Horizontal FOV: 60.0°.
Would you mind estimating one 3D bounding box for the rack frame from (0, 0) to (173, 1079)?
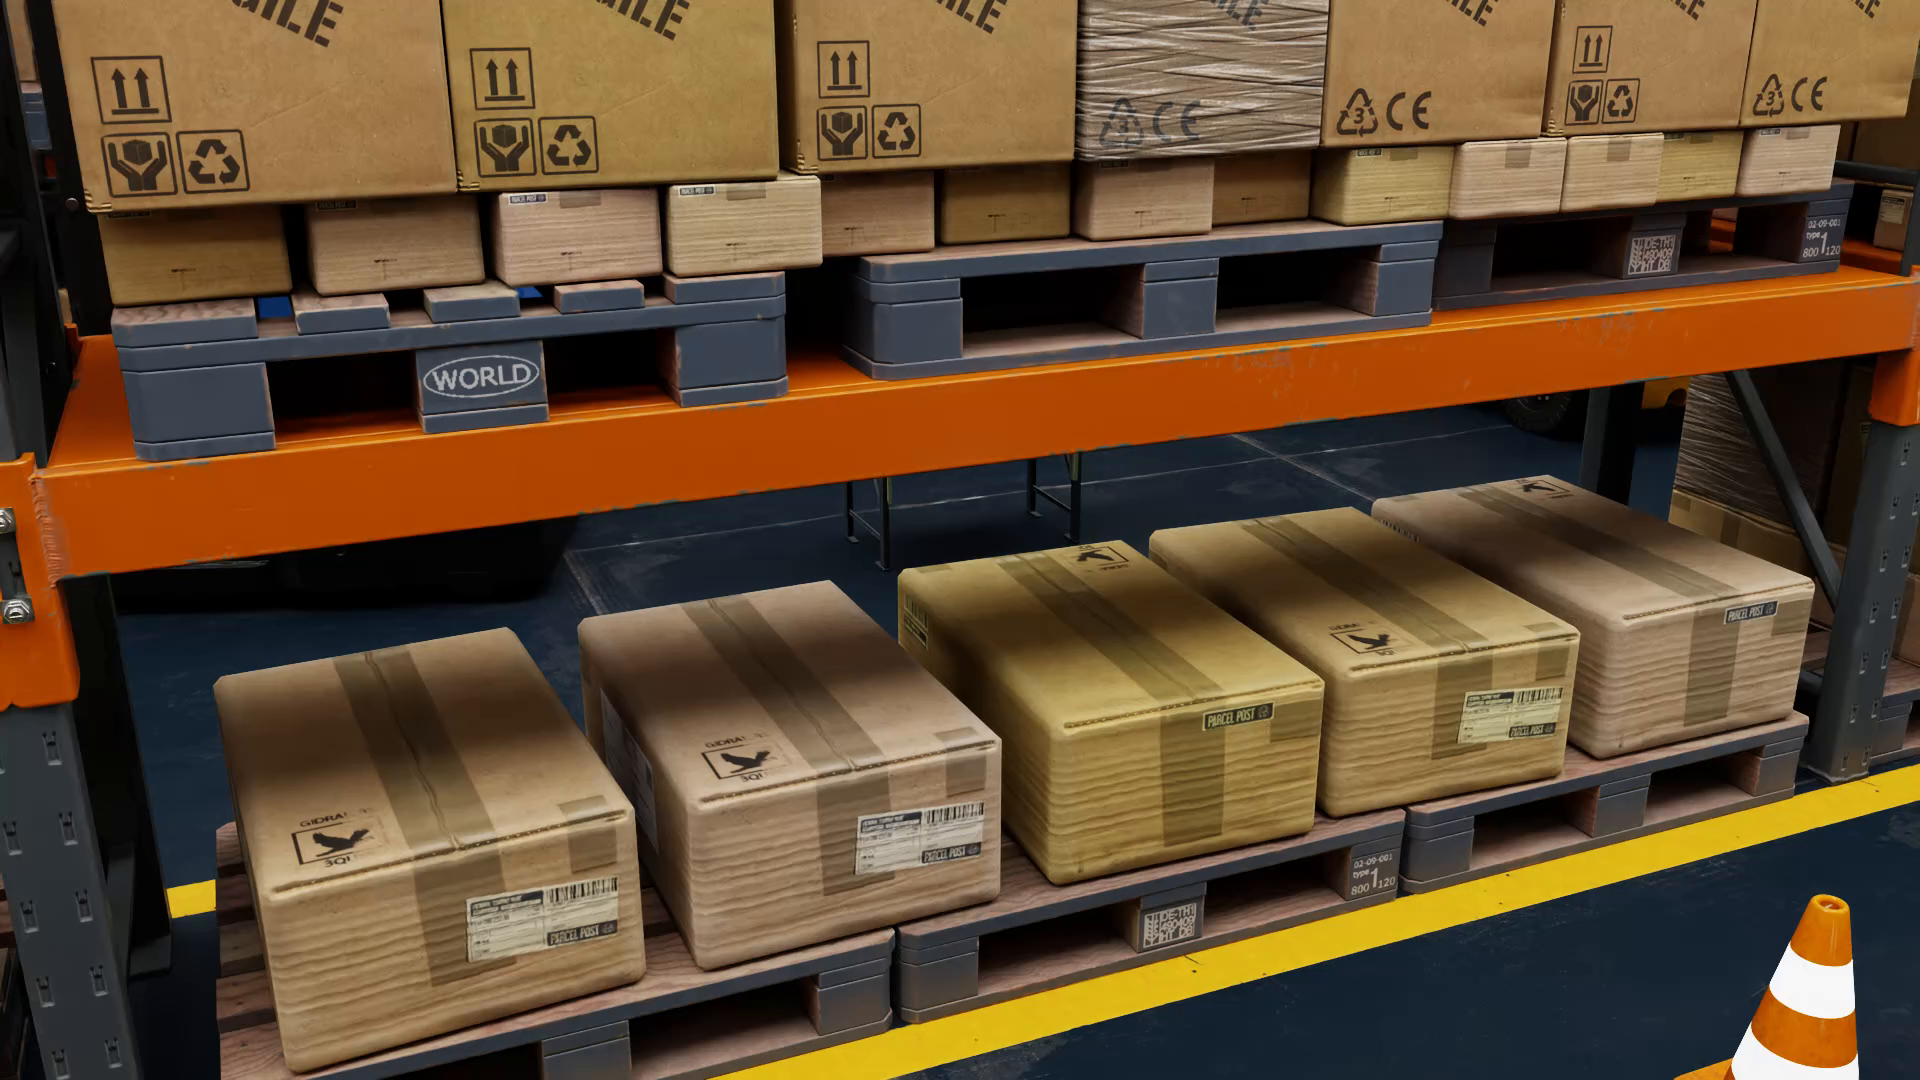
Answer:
[{"bbox_3d":[-1.590,-0.420,2.699,0.127,3.000,1.000,-8,21,-22],"label":"rack frame"}]

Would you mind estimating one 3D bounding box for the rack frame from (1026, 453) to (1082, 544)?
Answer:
[{"bbox_3d":[0.342,-0.756,5.912,0.023,1.500,0.400,-8,21,-22],"label":"rack frame"}]

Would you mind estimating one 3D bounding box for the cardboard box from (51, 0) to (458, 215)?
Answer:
[{"bbox_3d":[-1.085,-0.794,2.531,0.500,0.500,0.500,-9,21,-23],"label":"cardboard box"}]

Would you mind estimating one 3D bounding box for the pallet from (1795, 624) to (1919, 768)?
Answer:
[{"bbox_3d":[2.685,0.270,4.938,1.213,0.211,1.003,-8,21,-22],"label":"pallet"}]

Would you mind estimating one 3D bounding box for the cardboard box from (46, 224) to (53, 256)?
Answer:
[{"bbox_3d":[-4.162,-1.285,7.309,0.250,0.149,0.380,-7,21,-19],"label":"cardboard box"}]

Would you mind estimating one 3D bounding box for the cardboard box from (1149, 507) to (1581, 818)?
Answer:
[{"bbox_3d":[0.943,0.260,4.091,0.625,0.372,0.950,-7,21,-19],"label":"cardboard box"}]

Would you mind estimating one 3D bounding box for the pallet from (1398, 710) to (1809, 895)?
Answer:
[{"bbox_3d":[1.368,0.472,4.365,1.213,0.211,1.003,-8,21,-22],"label":"pallet"}]

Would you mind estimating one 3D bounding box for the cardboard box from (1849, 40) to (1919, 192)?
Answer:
[{"bbox_3d":[2.597,-1.107,4.051,0.500,0.500,0.500,-8,21,-22],"label":"cardboard box"}]

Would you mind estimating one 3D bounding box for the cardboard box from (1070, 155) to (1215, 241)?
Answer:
[{"bbox_3d":[0.285,-0.684,3.193,0.250,0.149,0.380,-7,21,-20],"label":"cardboard box"}]

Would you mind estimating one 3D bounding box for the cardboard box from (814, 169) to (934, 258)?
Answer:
[{"bbox_3d":[-0.225,-0.620,3.013,0.250,0.149,0.380,-7,21,-19],"label":"cardboard box"}]

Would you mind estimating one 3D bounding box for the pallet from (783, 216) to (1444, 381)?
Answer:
[{"bbox_3d":[0.211,-0.603,3.506,1.213,0.211,1.003,-8,21,-22],"label":"pallet"}]

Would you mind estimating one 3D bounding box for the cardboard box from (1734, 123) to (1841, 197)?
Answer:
[{"bbox_3d":[1.719,-0.874,3.734,0.250,0.149,0.380,-8,21,-21],"label":"cardboard box"}]

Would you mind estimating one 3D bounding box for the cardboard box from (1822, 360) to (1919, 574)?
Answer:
[{"bbox_3d":[2.731,-0.197,4.443,0.500,0.500,0.500,-7,21,-19],"label":"cardboard box"}]

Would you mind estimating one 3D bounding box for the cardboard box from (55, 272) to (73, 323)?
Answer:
[{"bbox_3d":[-3.863,-0.831,6.998,0.500,0.500,0.500,-8,21,-20],"label":"cardboard box"}]

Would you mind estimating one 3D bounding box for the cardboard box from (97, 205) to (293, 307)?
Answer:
[{"bbox_3d":[-1.218,-0.486,2.631,0.250,0.149,0.380,-9,22,-25],"label":"cardboard box"}]

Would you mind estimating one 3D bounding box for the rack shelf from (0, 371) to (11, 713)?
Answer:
[{"bbox_3d":[-3.427,0.182,2.071,4.000,0.370,1.077,-8,21,-22],"label":"rack shelf"}]

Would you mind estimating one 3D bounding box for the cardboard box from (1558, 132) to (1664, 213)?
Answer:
[{"bbox_3d":[1.248,-0.800,3.524,0.250,0.149,0.380,-9,21,-23],"label":"cardboard box"}]

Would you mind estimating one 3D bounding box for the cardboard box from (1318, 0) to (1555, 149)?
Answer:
[{"bbox_3d":[0.818,-1.070,3.313,0.500,0.500,0.500,-7,21,-20],"label":"cardboard box"}]

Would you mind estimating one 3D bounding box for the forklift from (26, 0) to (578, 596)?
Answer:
[{"bbox_3d":[-2.891,-1.319,5.356,3.031,2.935,1.130,-1,19,-4],"label":"forklift"}]

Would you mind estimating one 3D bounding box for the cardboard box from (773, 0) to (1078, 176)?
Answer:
[{"bbox_3d":[-0.125,-0.937,2.936,0.500,0.500,0.500,-8,21,-21],"label":"cardboard box"}]

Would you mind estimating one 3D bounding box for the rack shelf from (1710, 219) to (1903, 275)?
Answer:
[{"bbox_3d":[3.919,-0.870,5.060,4.000,0.370,1.077,-8,21,-22],"label":"rack shelf"}]

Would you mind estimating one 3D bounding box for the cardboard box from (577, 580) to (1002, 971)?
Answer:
[{"bbox_3d":[-0.393,0.450,3.551,0.625,0.372,0.950,-9,21,-23],"label":"cardboard box"}]

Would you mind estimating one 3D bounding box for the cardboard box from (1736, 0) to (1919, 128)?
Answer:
[{"bbox_3d":[1.749,-1.201,3.686,0.500,0.500,0.500,-9,21,-23],"label":"cardboard box"}]

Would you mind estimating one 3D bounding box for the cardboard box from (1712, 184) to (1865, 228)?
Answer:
[{"bbox_3d":[2.257,-0.963,4.619,0.250,0.149,0.380,-8,21,-22],"label":"cardboard box"}]

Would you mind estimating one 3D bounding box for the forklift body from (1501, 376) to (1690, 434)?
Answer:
[{"bbox_3d":[2.767,-1.780,7.838,1.214,2.155,2.313,-8,21,-22],"label":"forklift body"}]

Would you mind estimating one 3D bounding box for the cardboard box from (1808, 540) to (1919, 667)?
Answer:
[{"bbox_3d":[2.731,0.157,4.567,0.500,0.250,0.500,-9,21,-24],"label":"cardboard box"}]

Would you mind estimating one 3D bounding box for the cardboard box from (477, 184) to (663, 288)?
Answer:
[{"bbox_3d":[-0.676,-0.535,2.770,0.250,0.149,0.380,-10,22,-25],"label":"cardboard box"}]

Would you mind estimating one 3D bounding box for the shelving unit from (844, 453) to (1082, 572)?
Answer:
[{"bbox_3d":[0.006,-0.708,5.775,0.755,1.500,0.431,-8,21,-22],"label":"shelving unit"}]

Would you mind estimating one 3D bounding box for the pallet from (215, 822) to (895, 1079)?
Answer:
[{"bbox_3d":[-0.872,0.793,3.453,1.213,0.211,1.003,-8,21,-22],"label":"pallet"}]

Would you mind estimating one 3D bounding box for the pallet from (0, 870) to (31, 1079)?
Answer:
[{"bbox_3d":[-2.344,0.976,2.933,1.213,0.211,1.003,-8,21,-22],"label":"pallet"}]

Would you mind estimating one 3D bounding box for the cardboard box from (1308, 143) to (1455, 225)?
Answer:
[{"bbox_3d":[0.777,-0.744,3.366,0.250,0.149,0.380,-8,21,-22],"label":"cardboard box"}]
